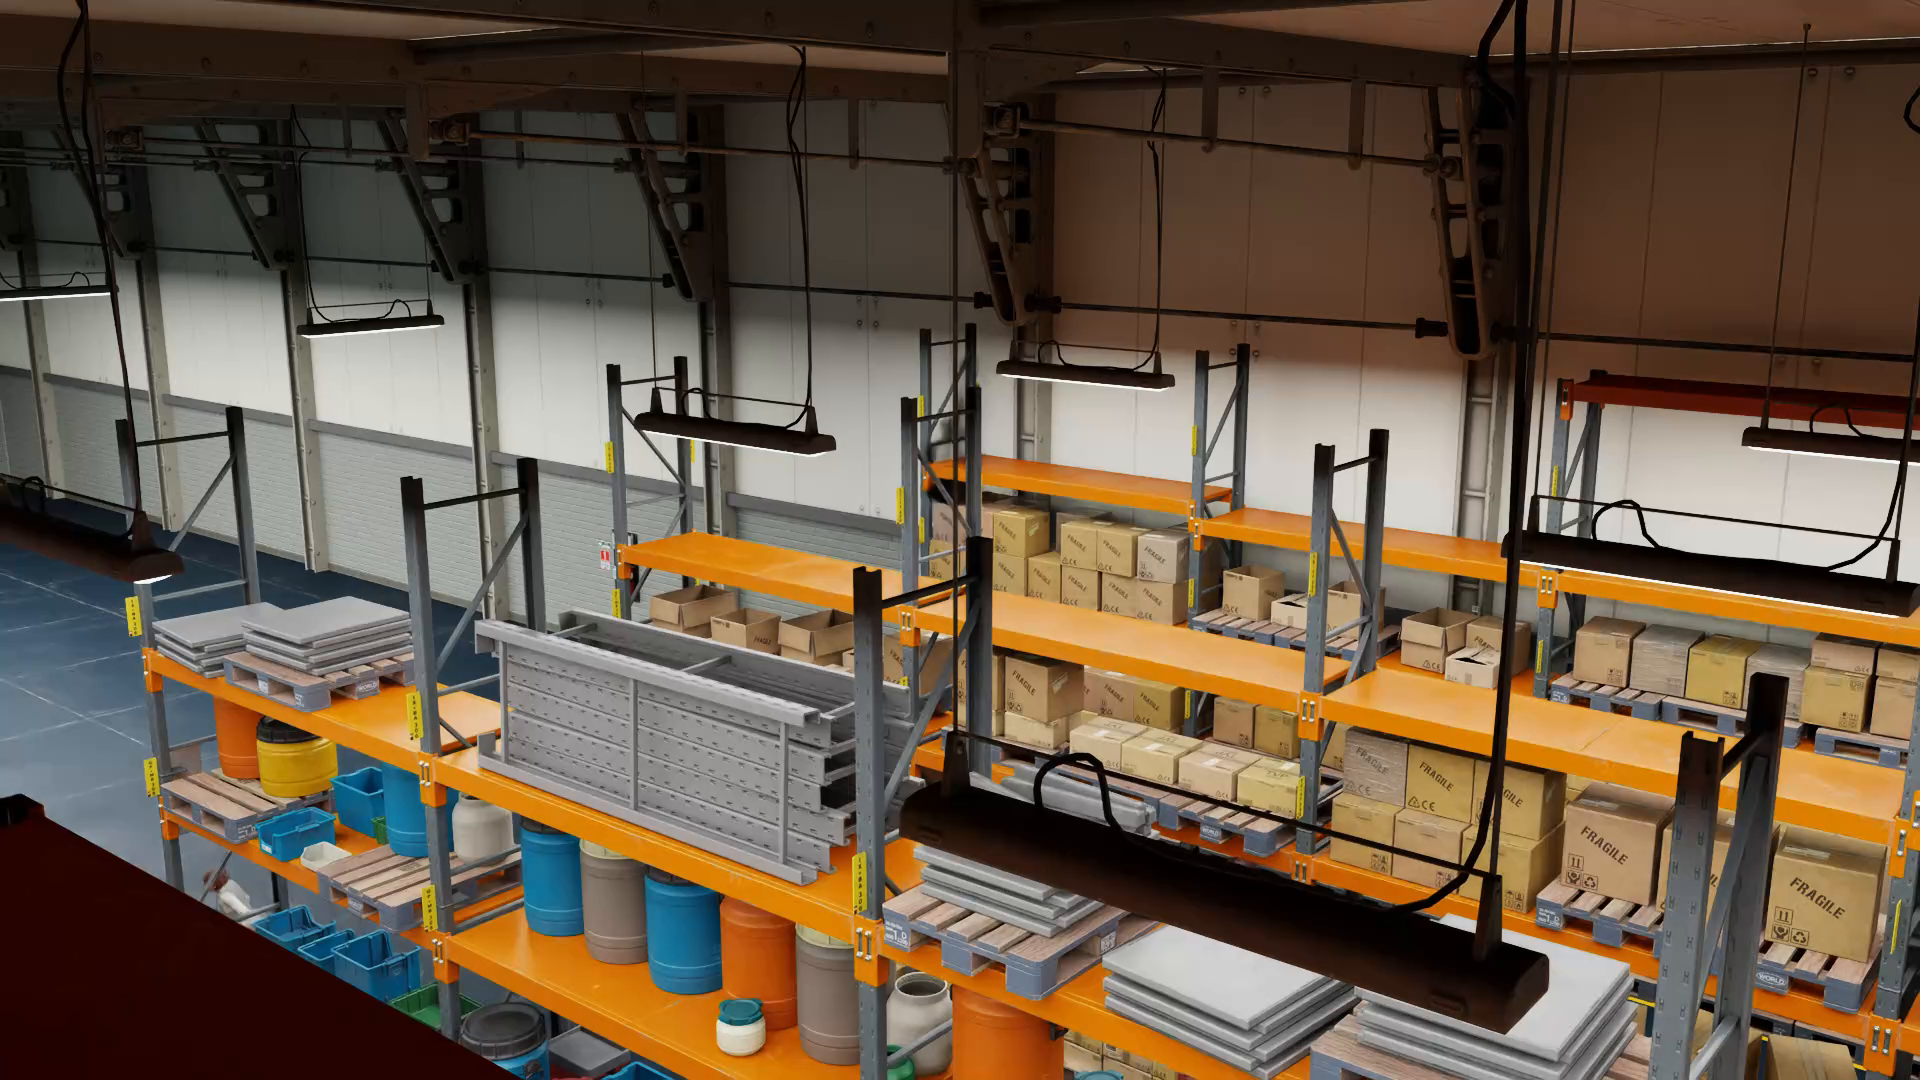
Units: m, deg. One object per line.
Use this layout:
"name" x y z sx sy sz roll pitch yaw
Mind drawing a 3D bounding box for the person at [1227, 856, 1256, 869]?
"person" 2.714 3.651 16.088 0.954 1.776 0.713 6 14 24

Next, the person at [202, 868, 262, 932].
"person" -6.726 3.818 15.960 0.878 1.544 0.553 -6 14 -24
